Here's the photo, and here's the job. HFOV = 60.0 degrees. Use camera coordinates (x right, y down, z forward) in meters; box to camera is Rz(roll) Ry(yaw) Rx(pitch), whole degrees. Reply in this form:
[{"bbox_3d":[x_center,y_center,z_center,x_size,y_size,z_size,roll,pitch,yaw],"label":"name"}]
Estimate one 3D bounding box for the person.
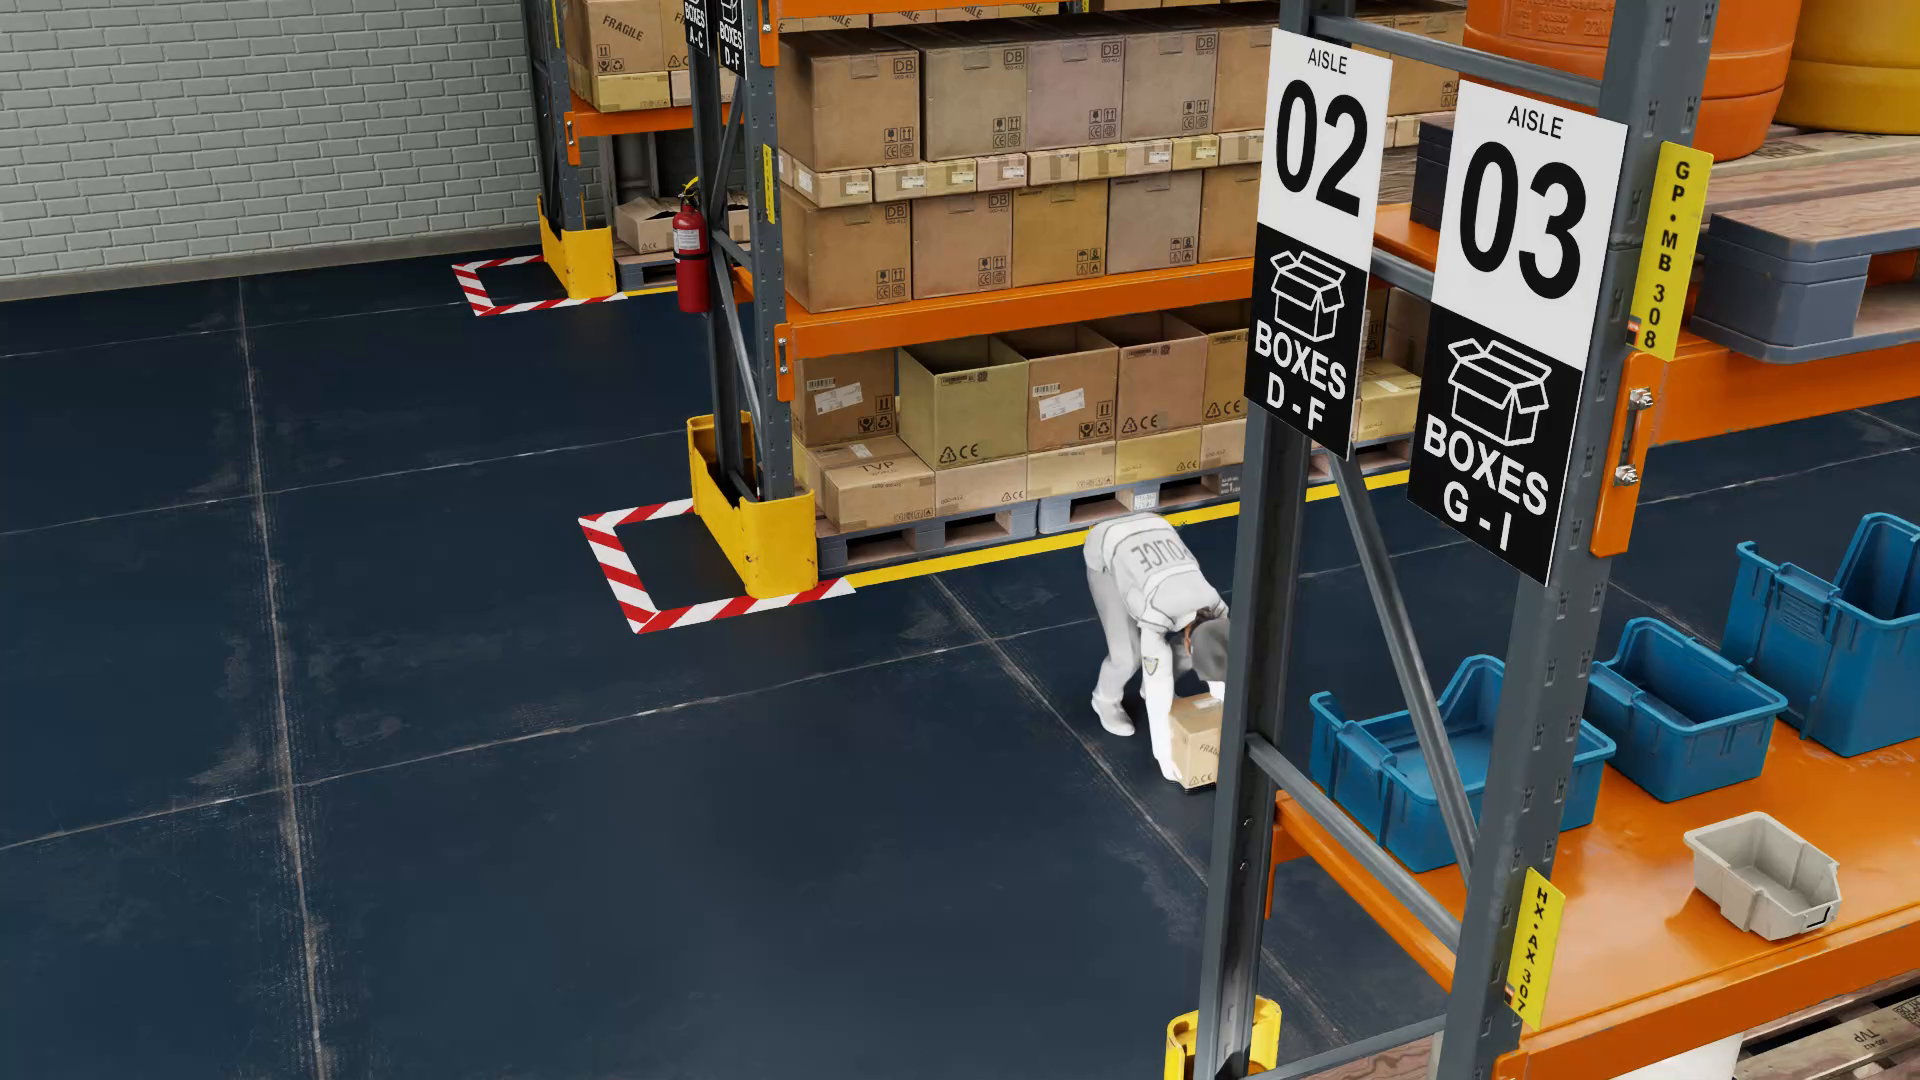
[{"bbox_3d":[0.821,0.406,6.682,0.464,0.875,0.880,-12,29,-23],"label":"person"}]
